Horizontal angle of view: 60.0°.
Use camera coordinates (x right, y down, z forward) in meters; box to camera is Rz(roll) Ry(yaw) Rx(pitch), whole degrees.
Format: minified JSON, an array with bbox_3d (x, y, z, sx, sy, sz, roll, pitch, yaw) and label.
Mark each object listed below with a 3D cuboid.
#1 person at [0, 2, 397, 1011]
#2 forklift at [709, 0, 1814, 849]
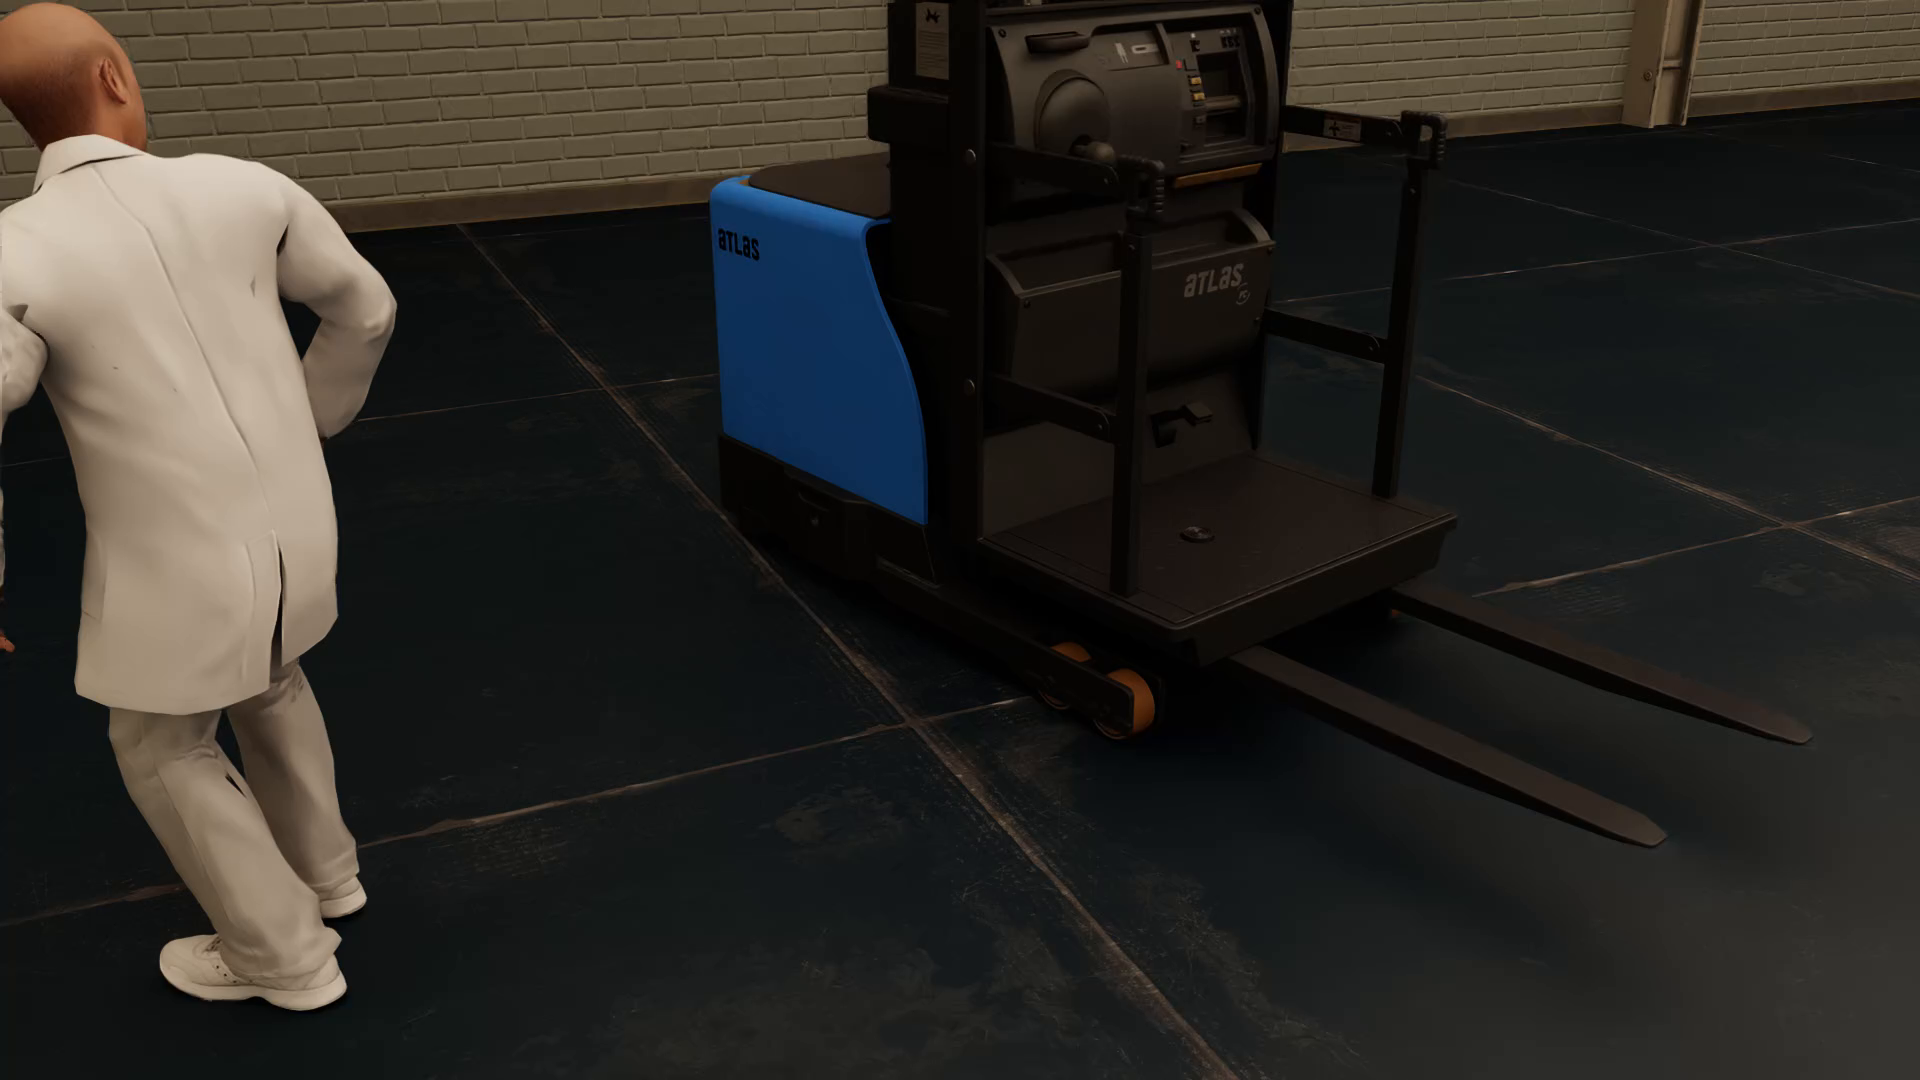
[{"bbox_3d":[-1.373,-0.008,2.855,0.545,1.743,0.790,13,26,28],"label":"person"},{"bbox_3d":[0.587,-1.096,3.925,1.130,2.935,3.031,-18,28,-36],"label":"forklift"}]
